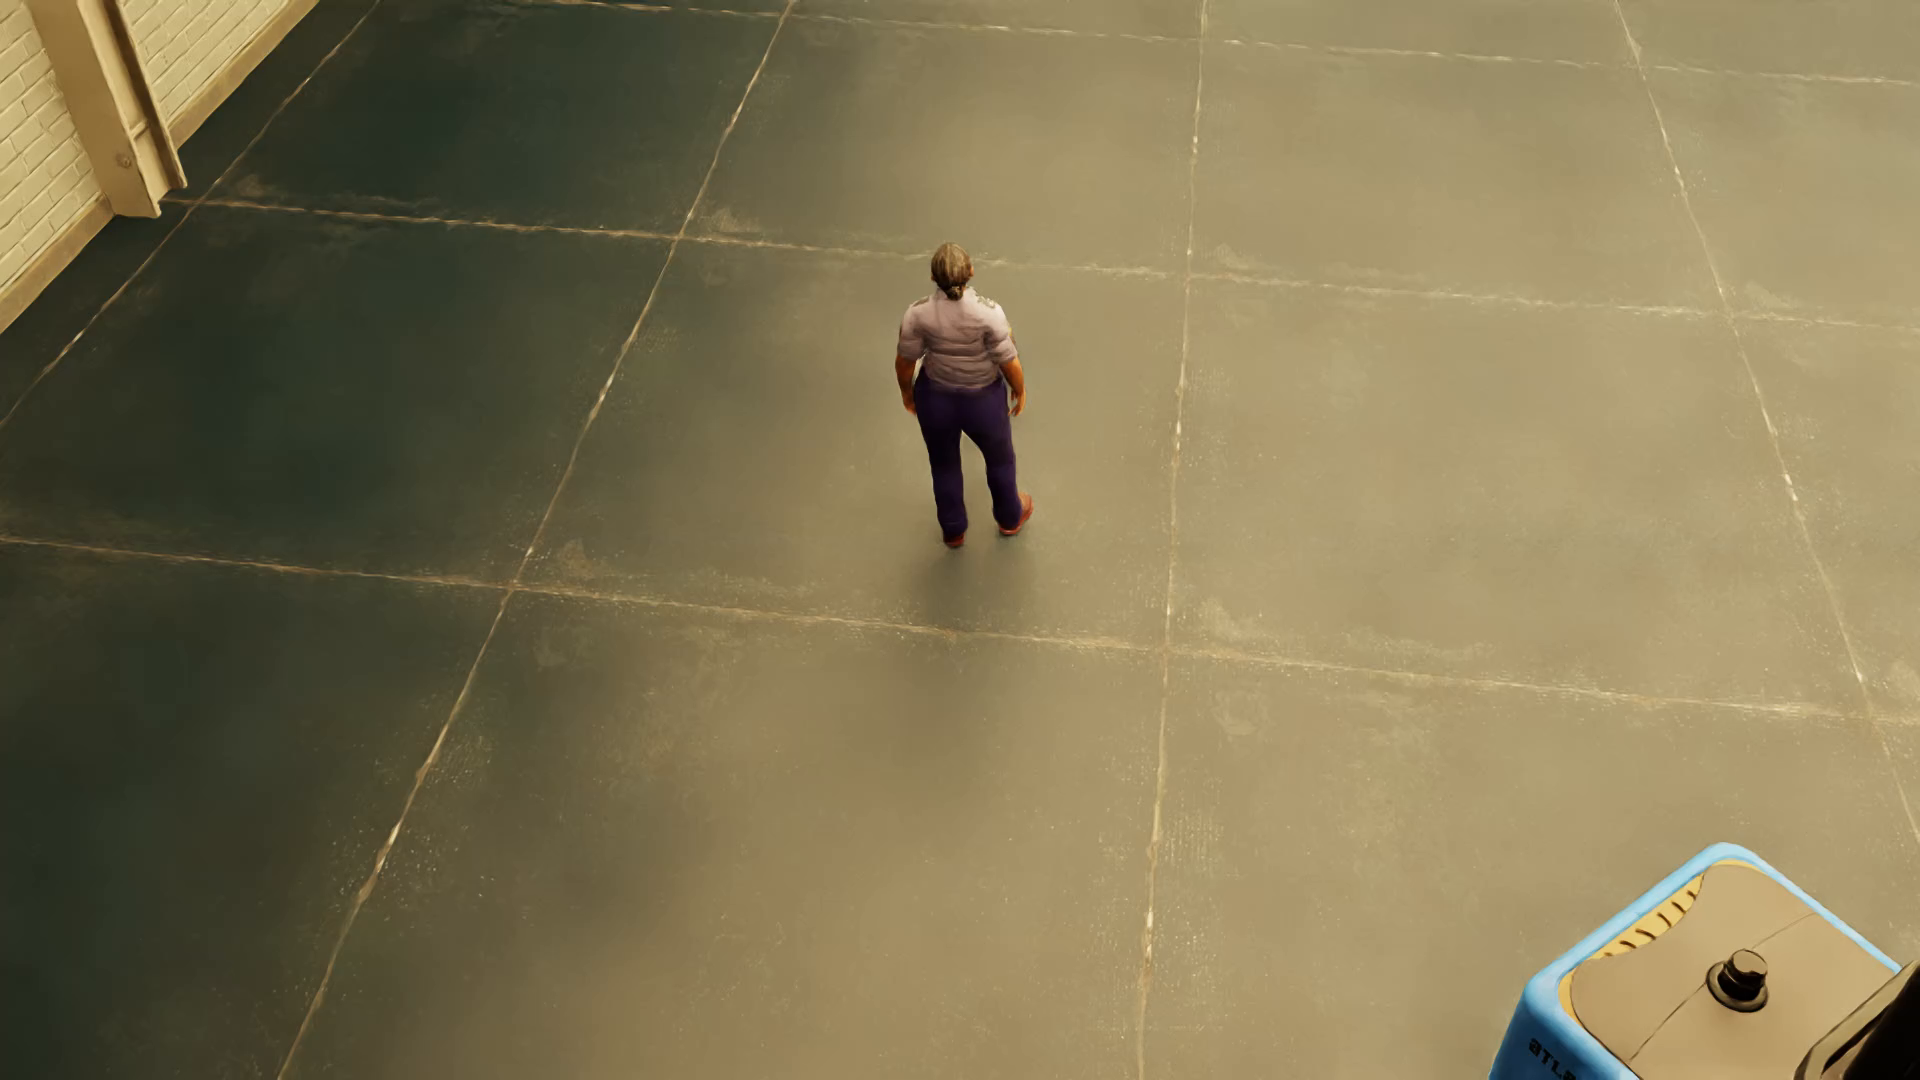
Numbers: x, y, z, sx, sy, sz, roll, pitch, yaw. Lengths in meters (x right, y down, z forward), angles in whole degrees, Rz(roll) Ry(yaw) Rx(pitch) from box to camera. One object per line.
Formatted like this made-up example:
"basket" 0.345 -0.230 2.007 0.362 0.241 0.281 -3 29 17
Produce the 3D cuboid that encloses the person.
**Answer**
"person" 0.034 -0.667 7.395 0.599 1.642 0.502 5 43 6

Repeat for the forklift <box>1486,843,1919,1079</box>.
"forklift" 2.902 1.653 3.924 1.130 2.935 3.031 -25 48 -25
